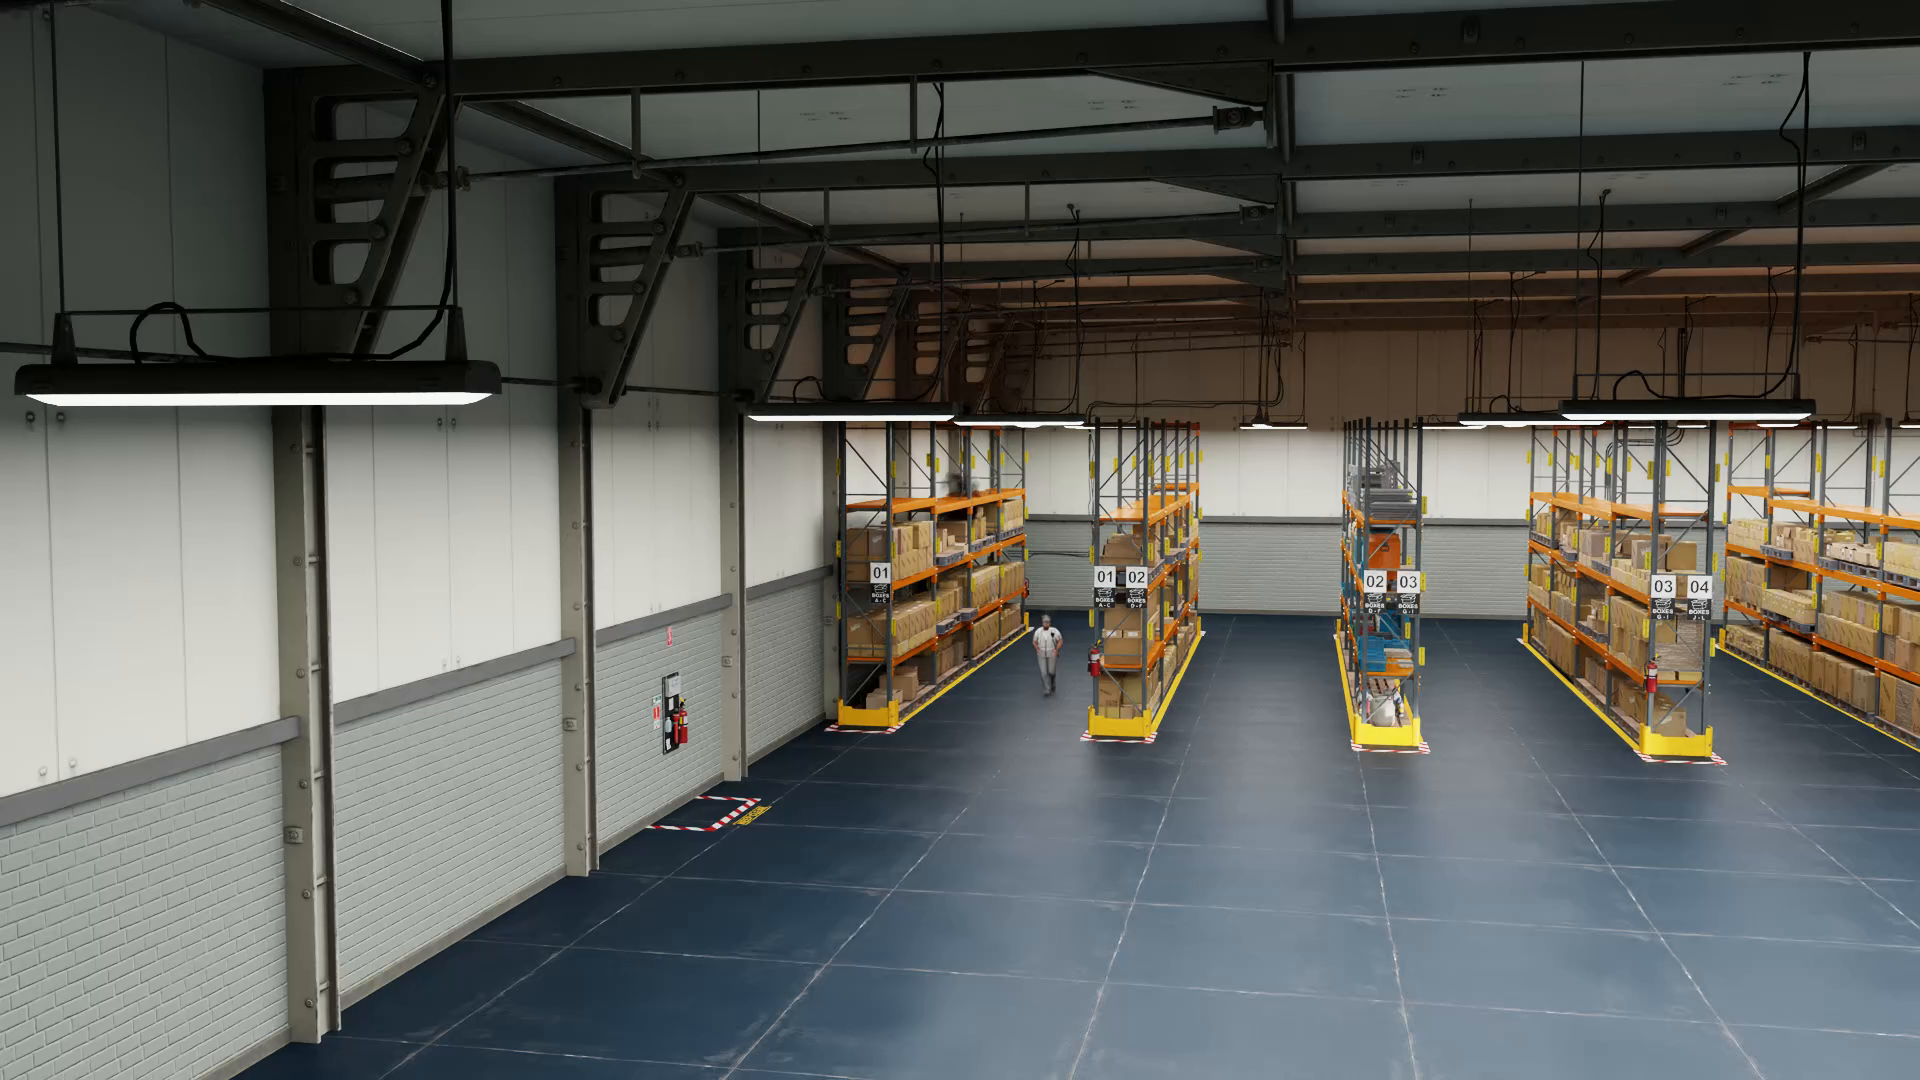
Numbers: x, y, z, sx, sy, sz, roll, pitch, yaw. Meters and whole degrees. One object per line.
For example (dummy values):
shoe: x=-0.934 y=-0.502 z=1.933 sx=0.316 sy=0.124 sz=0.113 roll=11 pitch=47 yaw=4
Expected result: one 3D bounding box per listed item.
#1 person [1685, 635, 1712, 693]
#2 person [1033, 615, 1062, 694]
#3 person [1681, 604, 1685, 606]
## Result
person: x=16.018 y=2.522 z=36.152 sx=0.680 sy=1.676 sz=0.794 roll=1 pitch=4 yaw=13
person: x=1.888 y=2.500 z=36.164 sx=0.638 sy=1.737 sz=0.586 roll=1 pitch=4 yaw=9
person: x=19.066 y=2.044 z=44.598 sx=0.803 sy=1.612 sz=0.740 roll=-3 pitch=4 yaw=-34
